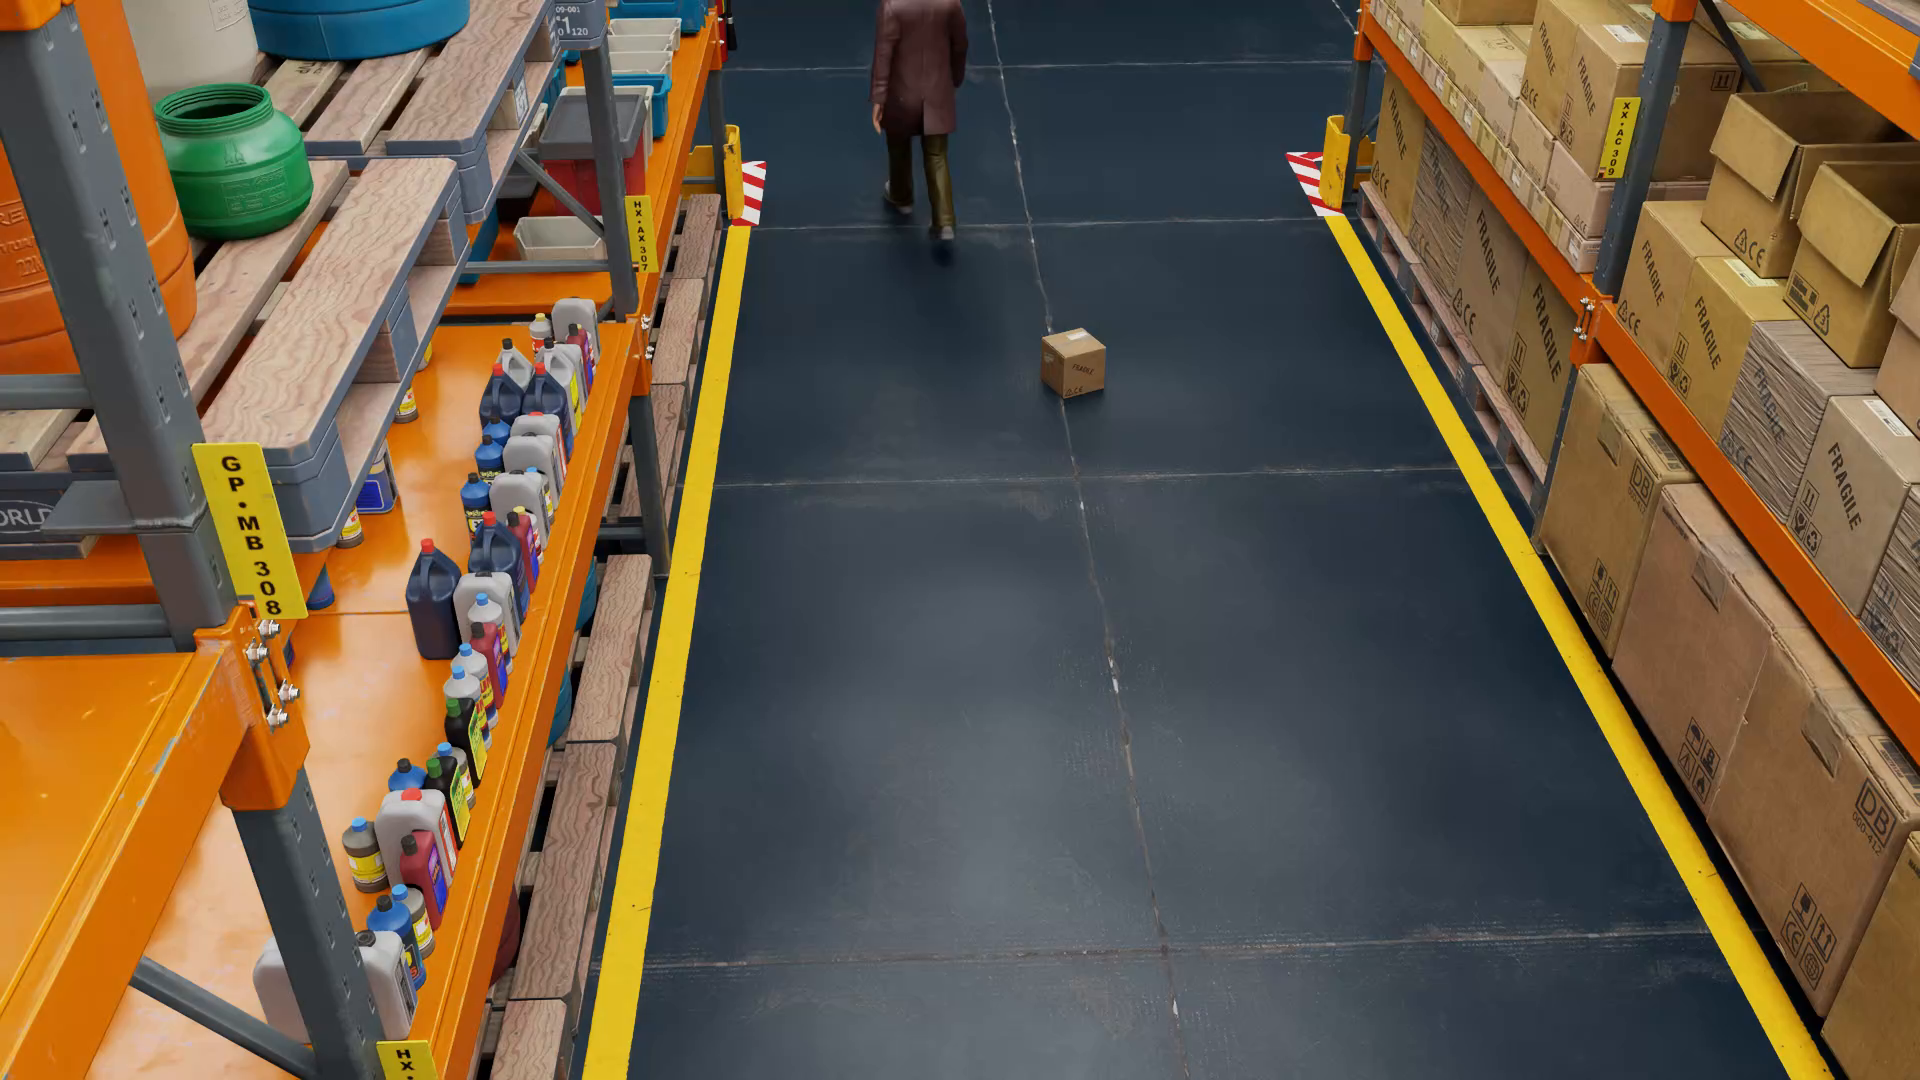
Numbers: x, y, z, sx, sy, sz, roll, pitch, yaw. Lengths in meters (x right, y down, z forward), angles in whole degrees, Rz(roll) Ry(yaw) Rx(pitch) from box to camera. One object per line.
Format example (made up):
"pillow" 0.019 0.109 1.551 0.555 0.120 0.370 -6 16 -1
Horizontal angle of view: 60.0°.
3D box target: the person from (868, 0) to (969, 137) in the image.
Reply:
"person" -0.263 -2.854 9.987 0.656 0.896 0.484 -8 36 -11
